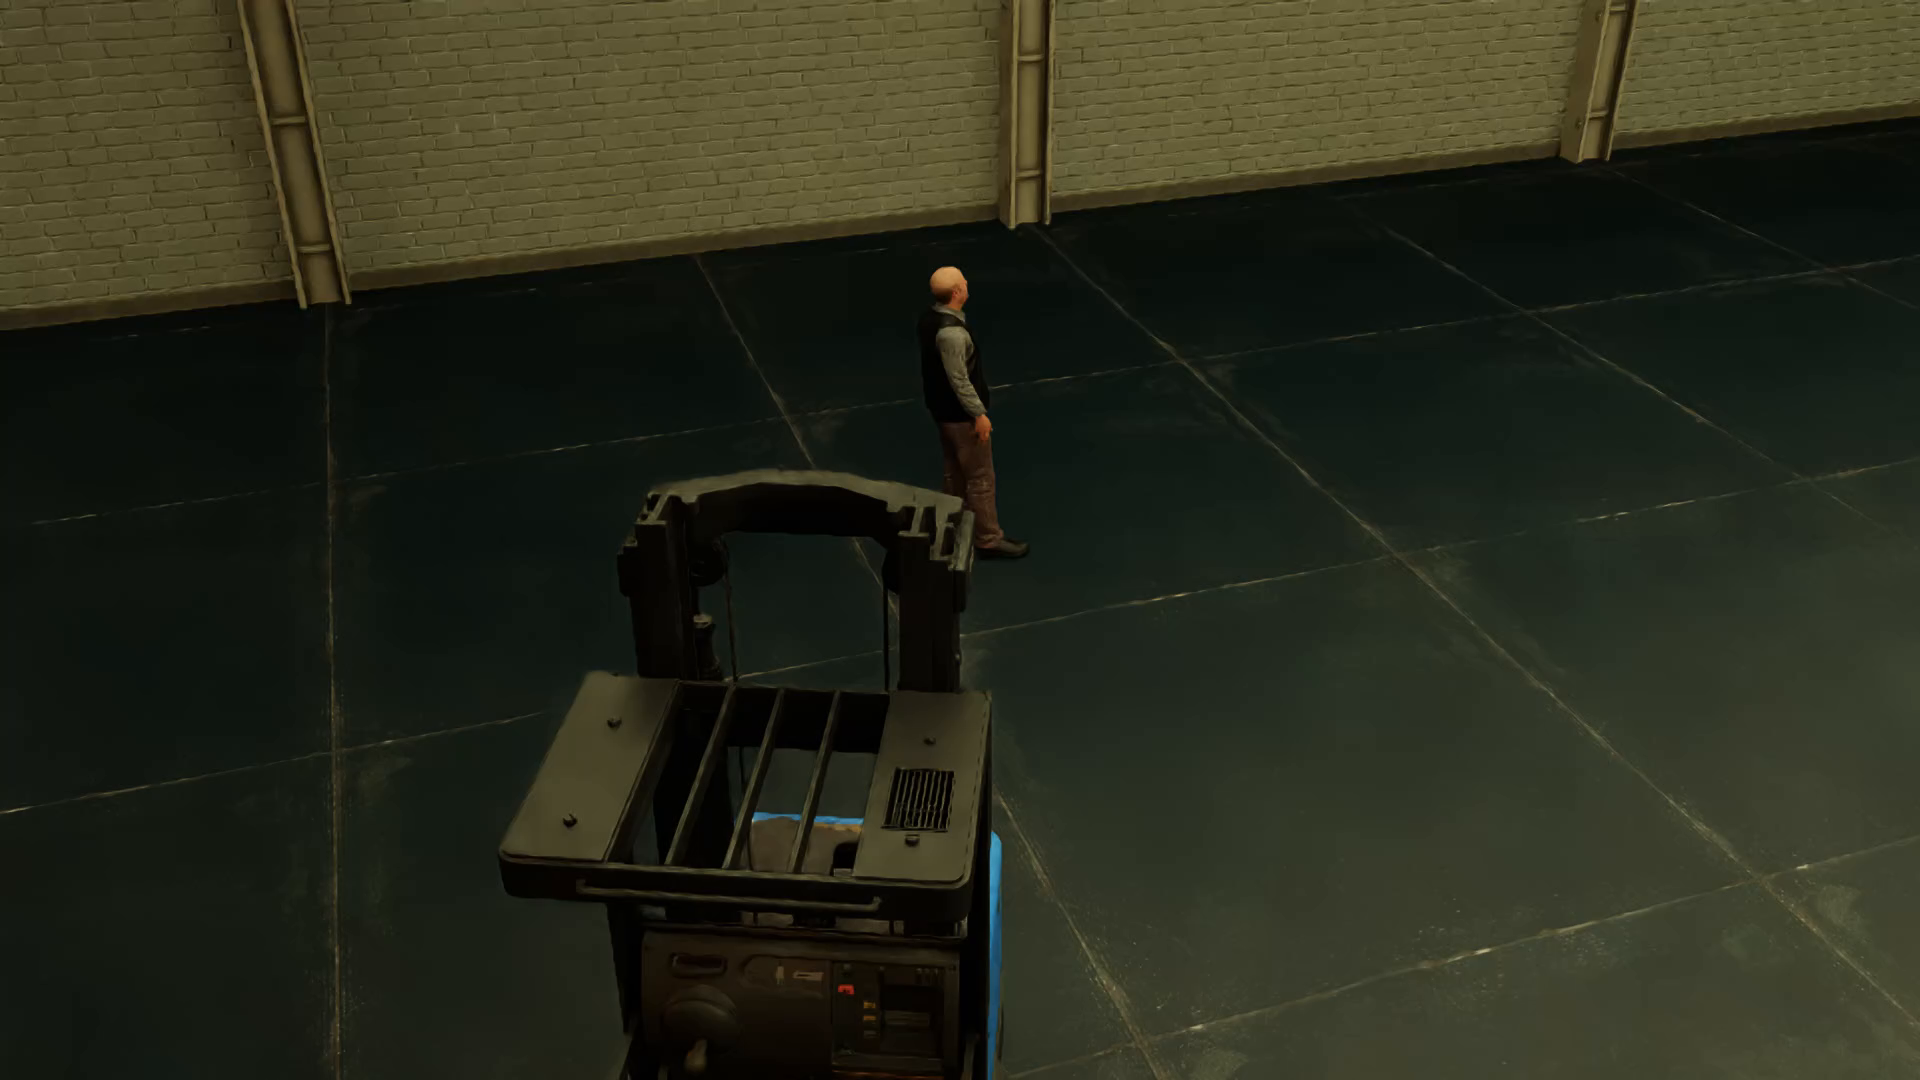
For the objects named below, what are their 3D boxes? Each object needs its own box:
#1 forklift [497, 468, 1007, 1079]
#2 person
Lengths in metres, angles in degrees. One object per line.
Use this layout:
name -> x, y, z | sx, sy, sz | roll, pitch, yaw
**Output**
forklift -> -0.481, 1.410, 4.636 | 1.130, 2.935, 3.031 | 3, 30, 4
person -> 0.062, -0.758, 9.604 | 0.567, 1.720, 0.632 | -10, 31, -16
